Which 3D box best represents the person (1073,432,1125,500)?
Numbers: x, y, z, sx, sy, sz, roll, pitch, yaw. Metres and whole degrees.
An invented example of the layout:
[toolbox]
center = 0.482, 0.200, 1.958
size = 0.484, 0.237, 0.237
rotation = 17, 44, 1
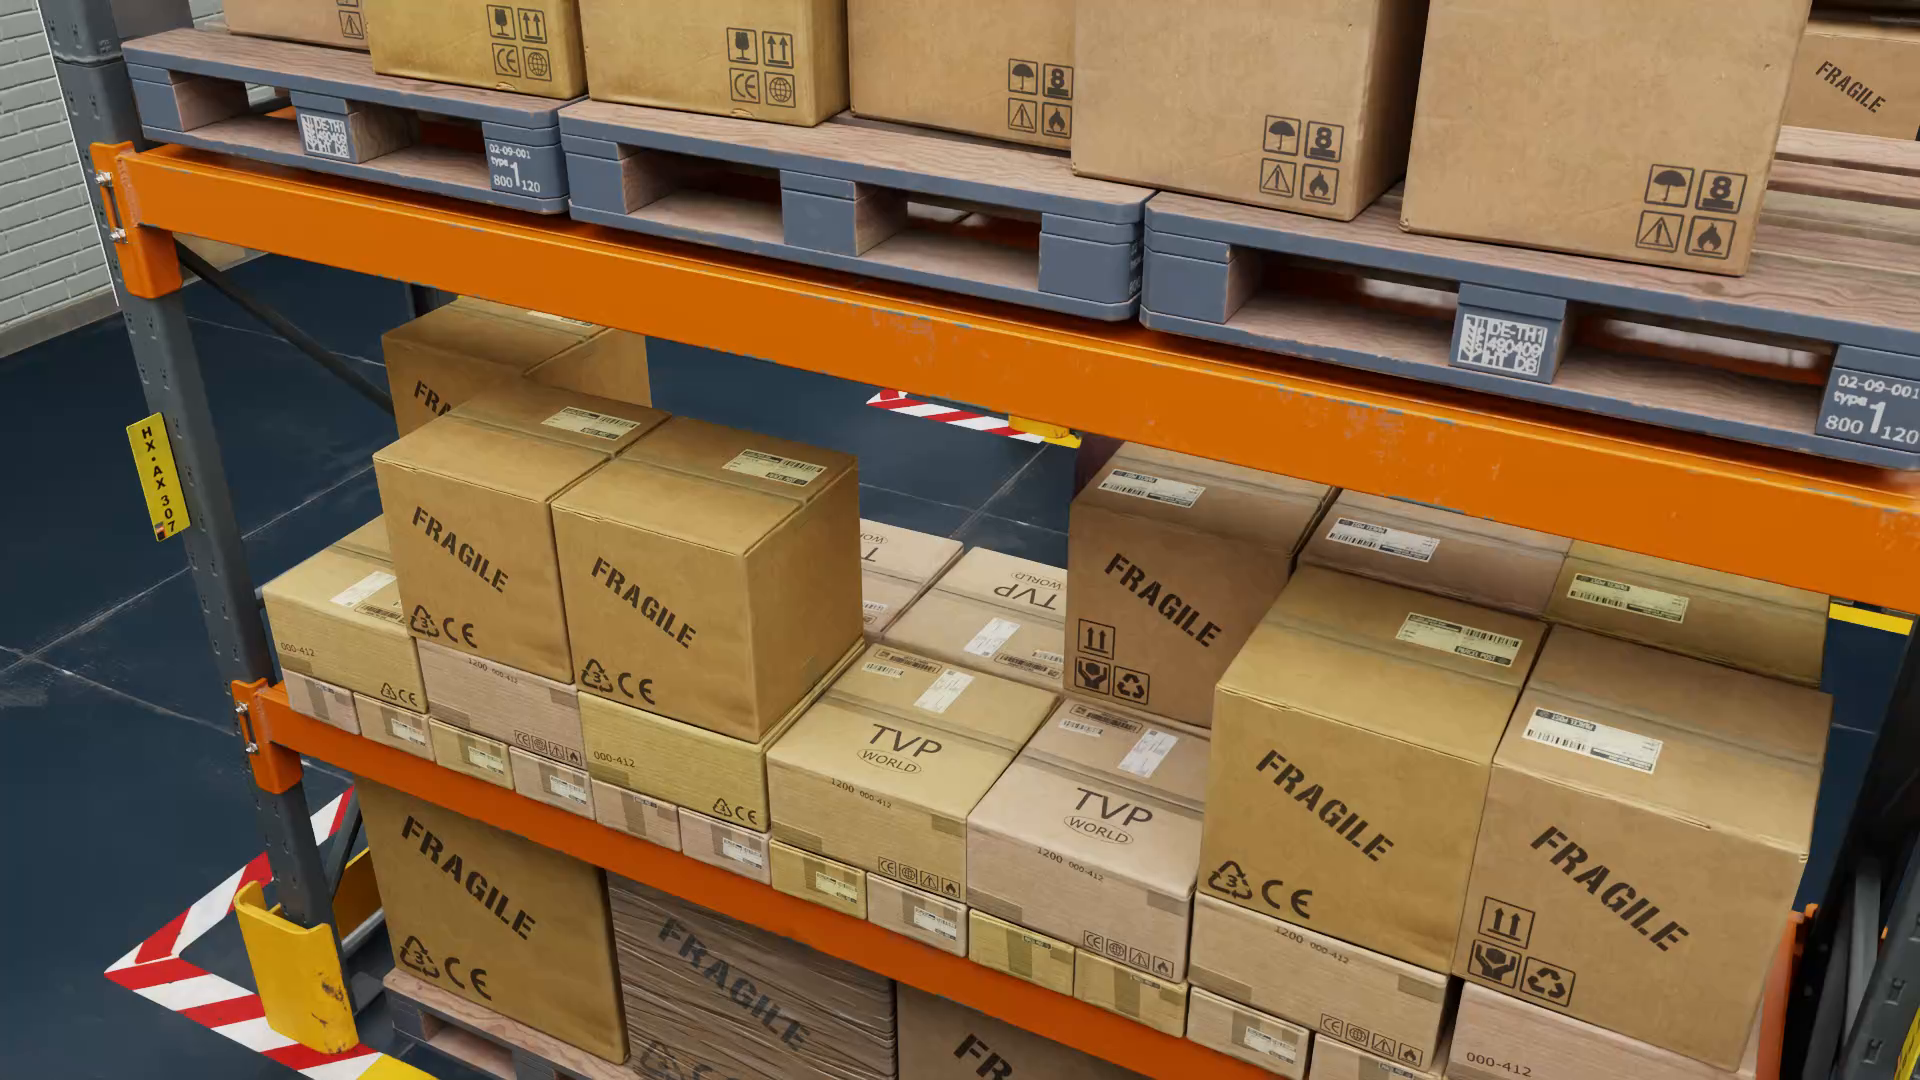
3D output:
[person]
center = 0.792, -0.241, 6.919
size = 0.541, 1.435, 0.859
rotation = 13, 32, 22
